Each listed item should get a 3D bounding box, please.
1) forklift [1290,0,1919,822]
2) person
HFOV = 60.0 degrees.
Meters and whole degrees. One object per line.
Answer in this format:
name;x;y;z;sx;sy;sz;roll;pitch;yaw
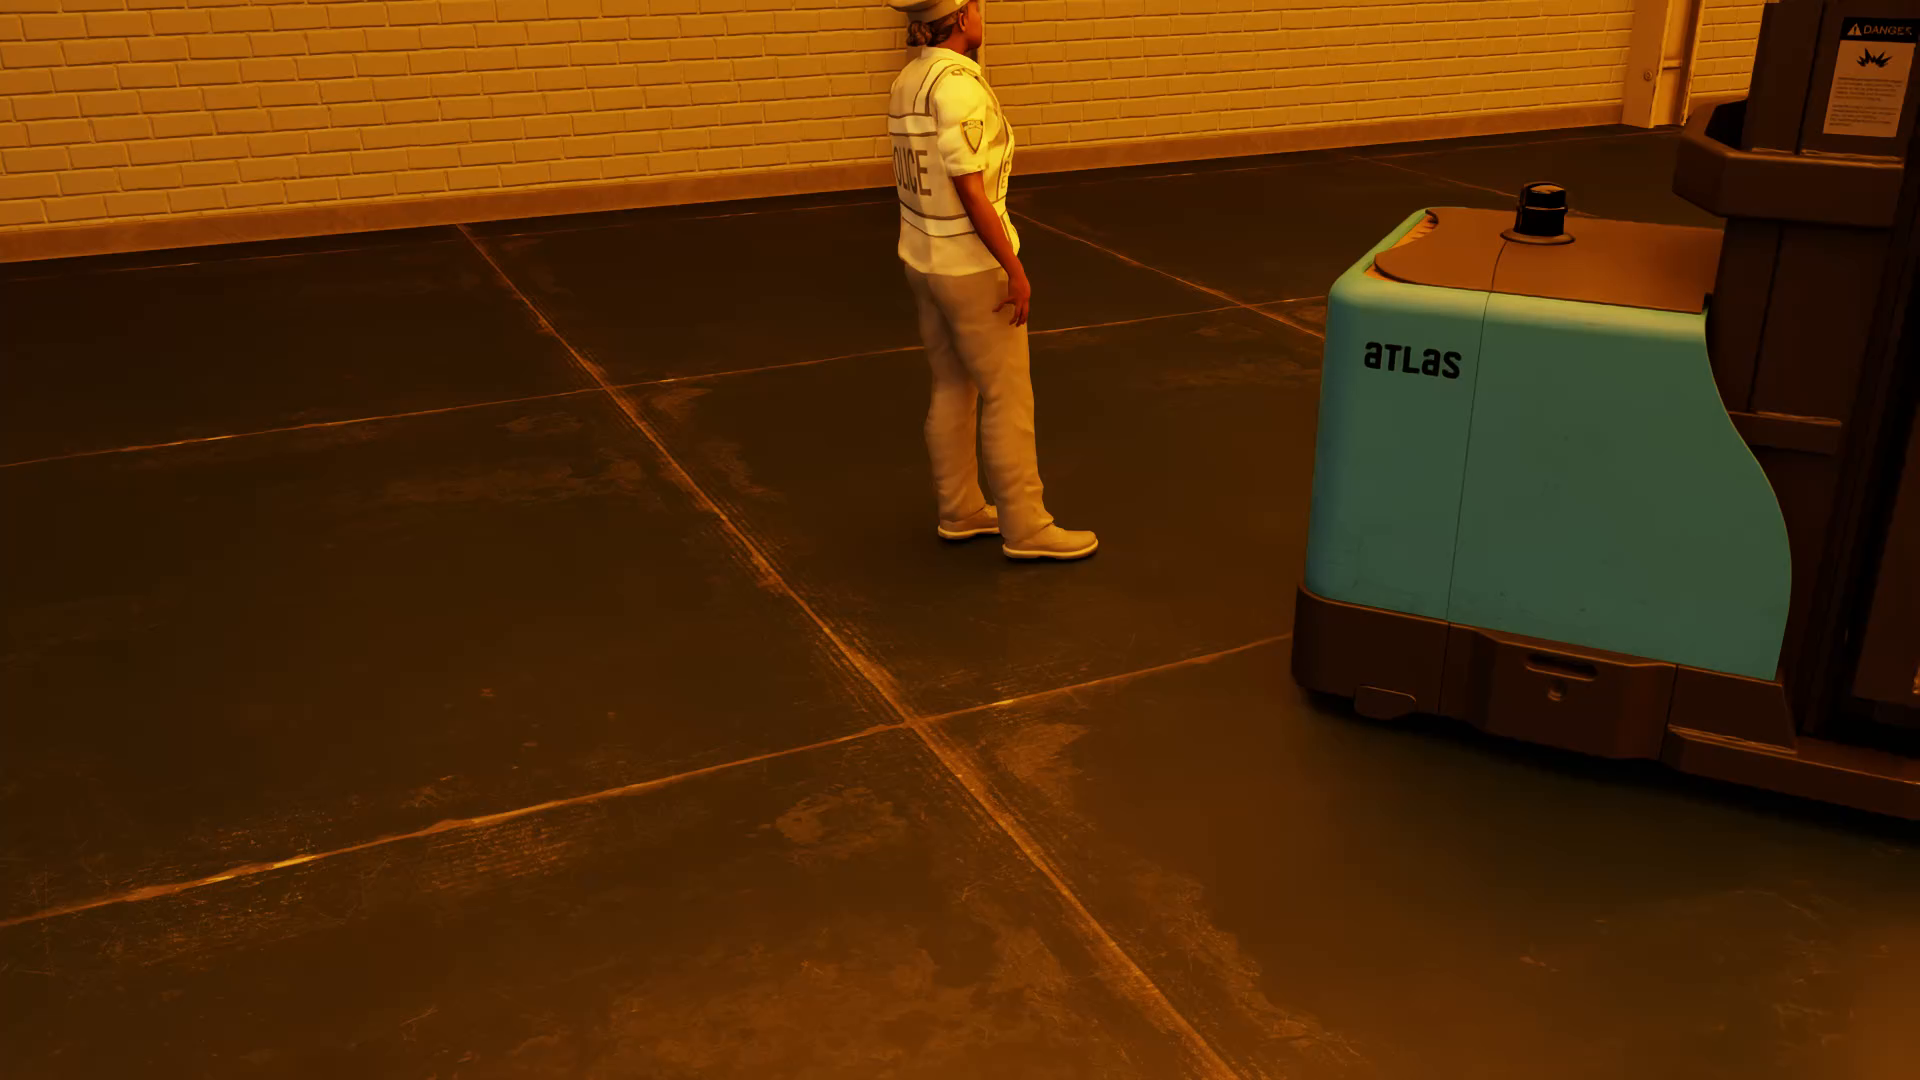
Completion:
forklift;2.376;-0.863;3.363;3.031;2.935;1.130;11;25;24
person;0.076;-0.794;4.791;0.530;1.694;0.569;-10;25;-23
